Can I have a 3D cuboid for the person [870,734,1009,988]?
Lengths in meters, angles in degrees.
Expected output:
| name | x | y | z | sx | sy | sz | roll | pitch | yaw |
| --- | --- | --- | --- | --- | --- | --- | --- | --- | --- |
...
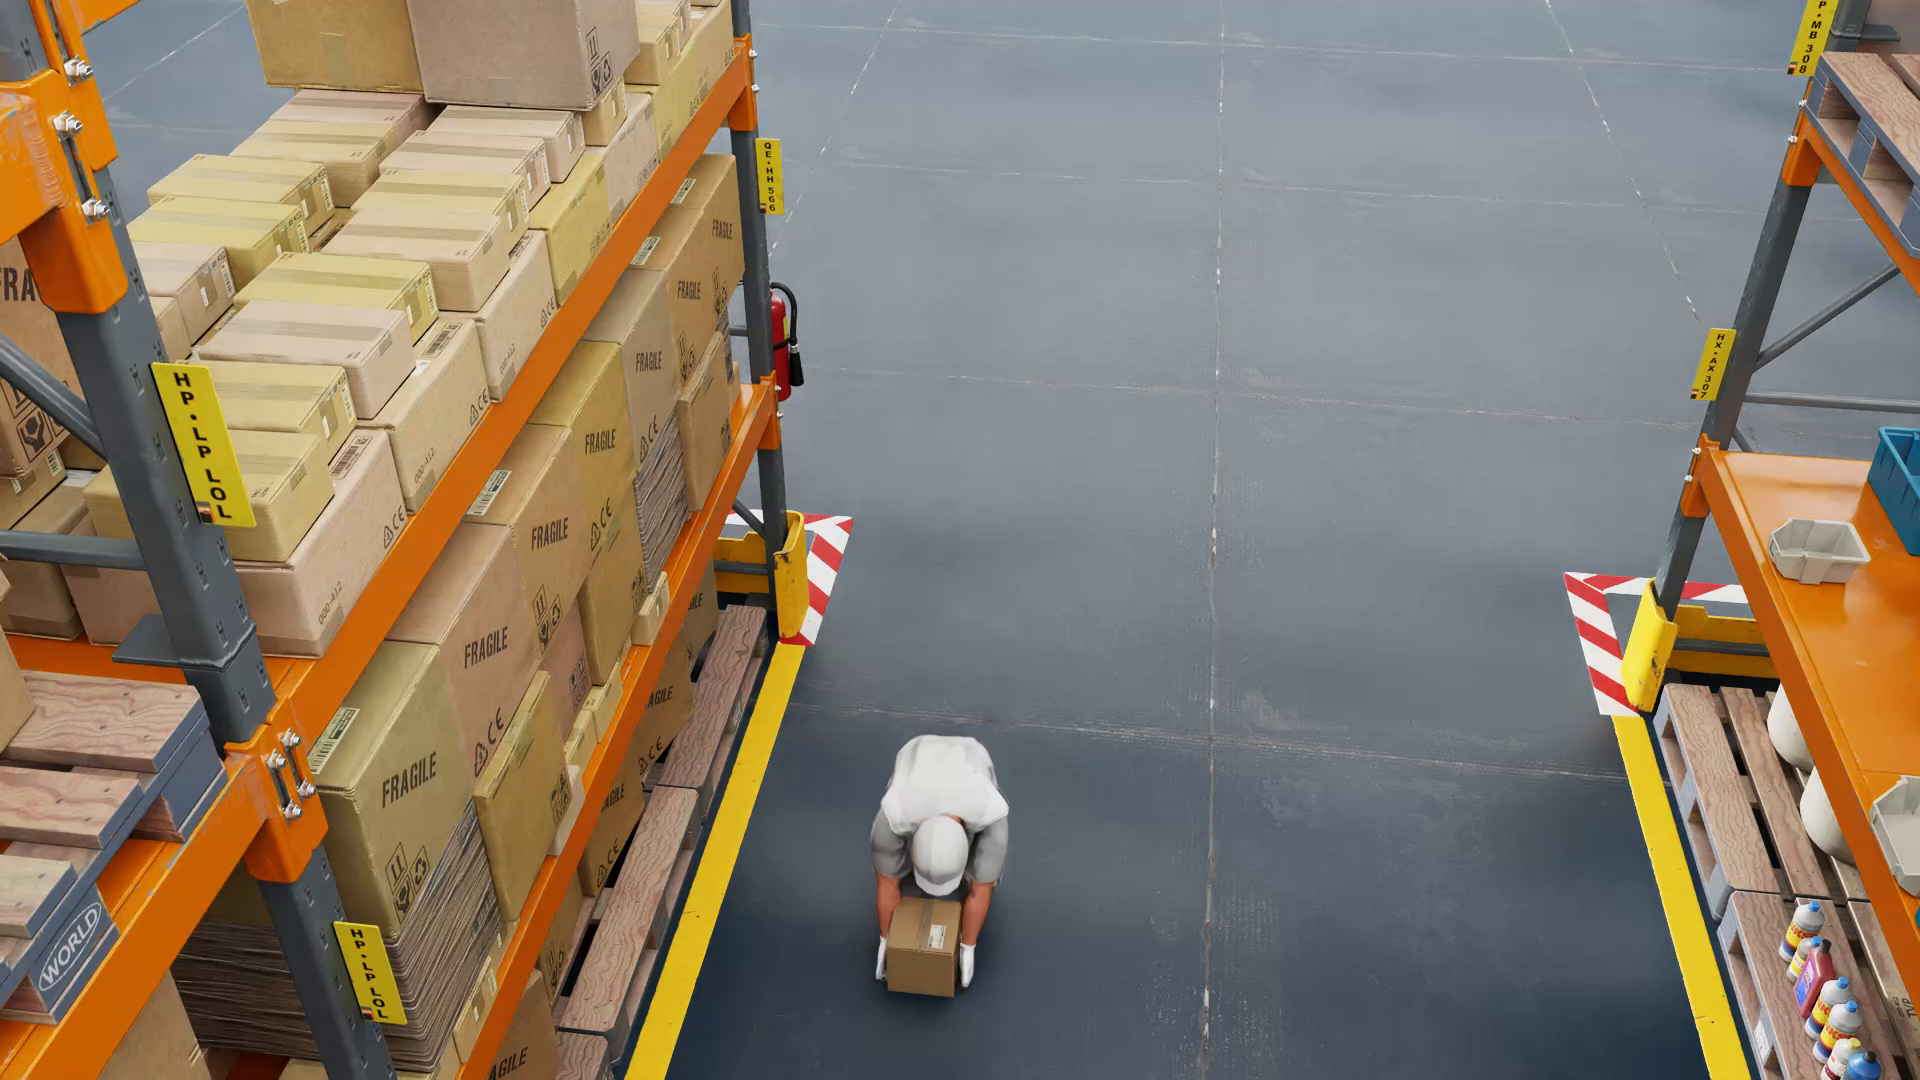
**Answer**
| name | x | y | z | sx | sy | sz | roll | pitch | yaw |
| --- | --- | --- | --- | --- | --- | --- | --- | --- | --- |
| person | -0.073 | 1.151 | 6.323 | 0.542 | 0.875 | 0.909 | 4 | 36 | 6 |
